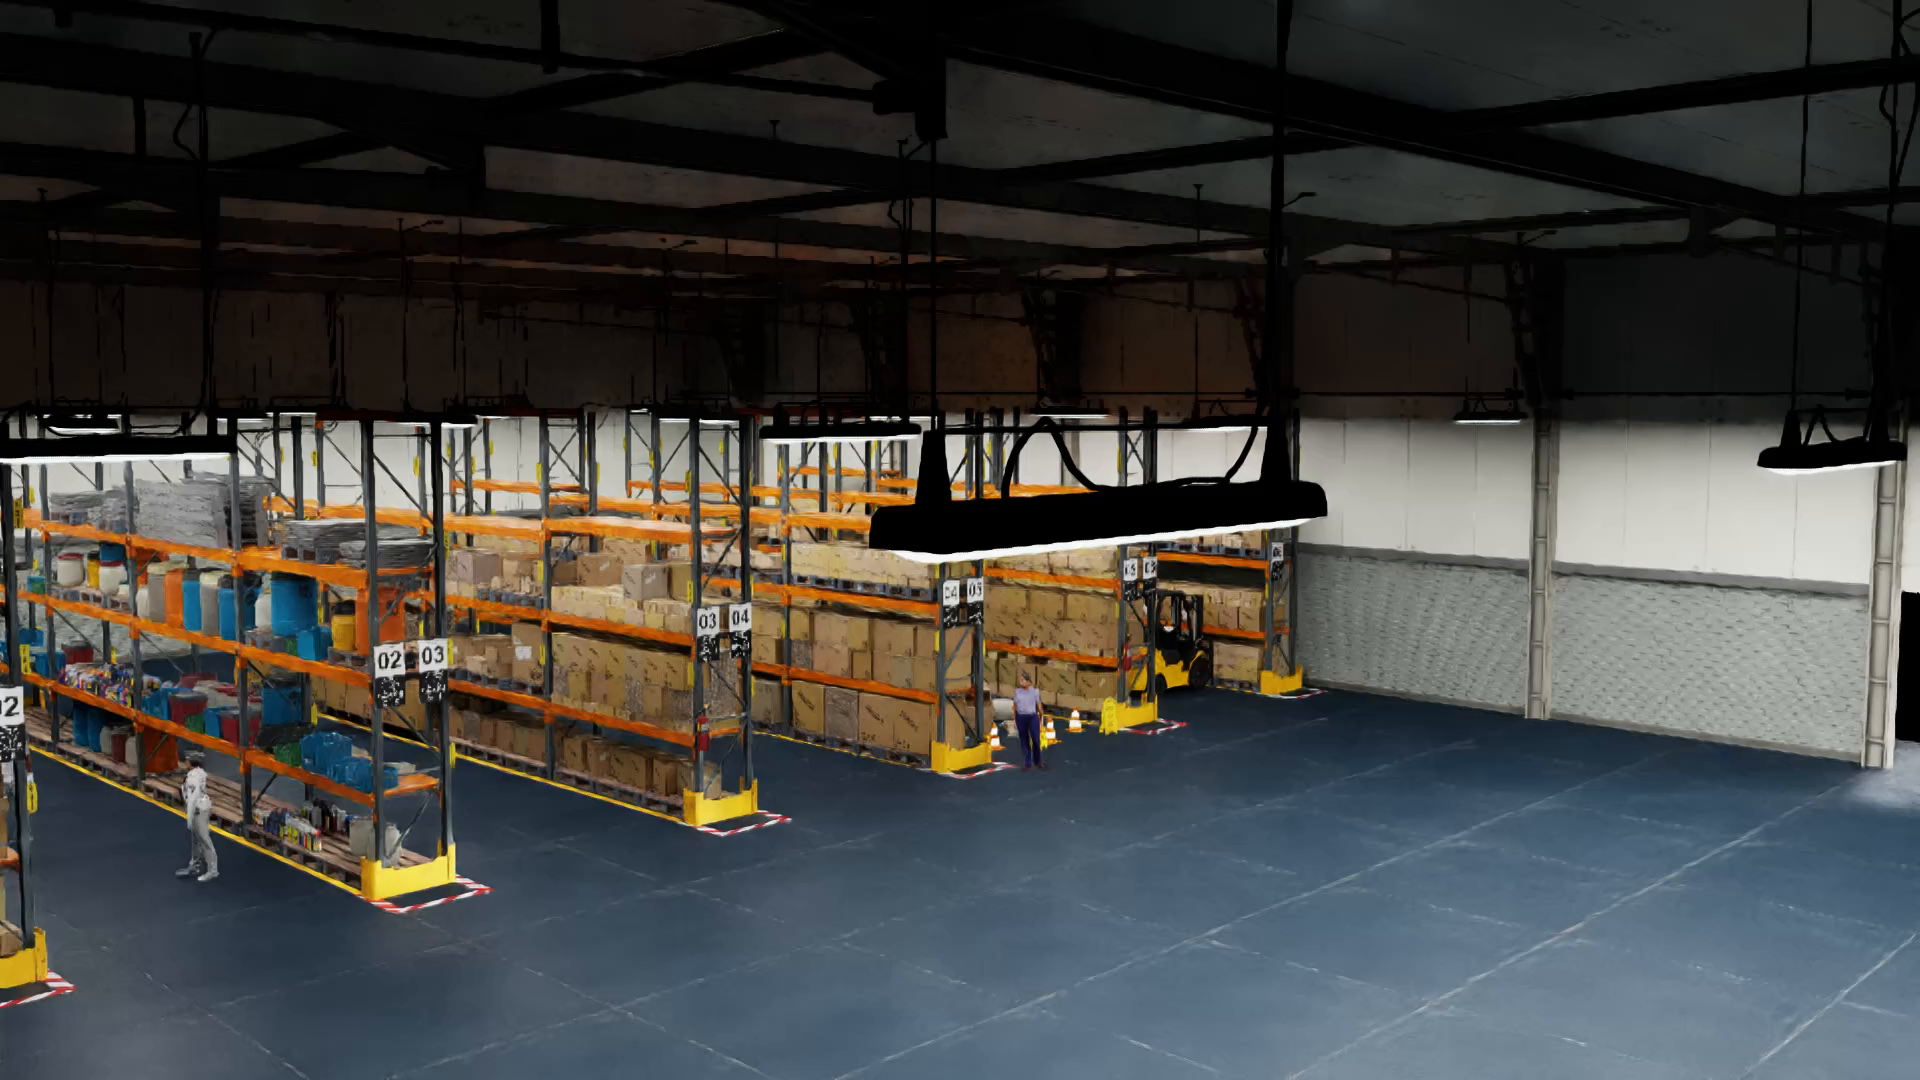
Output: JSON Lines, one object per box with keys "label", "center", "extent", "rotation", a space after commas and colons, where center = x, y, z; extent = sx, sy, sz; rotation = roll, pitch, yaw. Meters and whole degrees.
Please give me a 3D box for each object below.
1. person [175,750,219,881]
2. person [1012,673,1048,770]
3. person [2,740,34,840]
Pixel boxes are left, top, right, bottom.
{"label": "person", "center": [-9.978, 3.565, 21.681], "extent": [0.542, 1.667, 0.571], "rotation": [-2, 5, -18]}
{"label": "person", "center": [1.176, 3.037, 27.881], "extent": [0.608, 1.642, 0.404], "rotation": [1, 5, 13]}
{"label": "person", "center": [-13.460, 3.382, 23.490], "extent": [0.677, 1.749, 0.700], "rotation": [4, 6, 36]}
